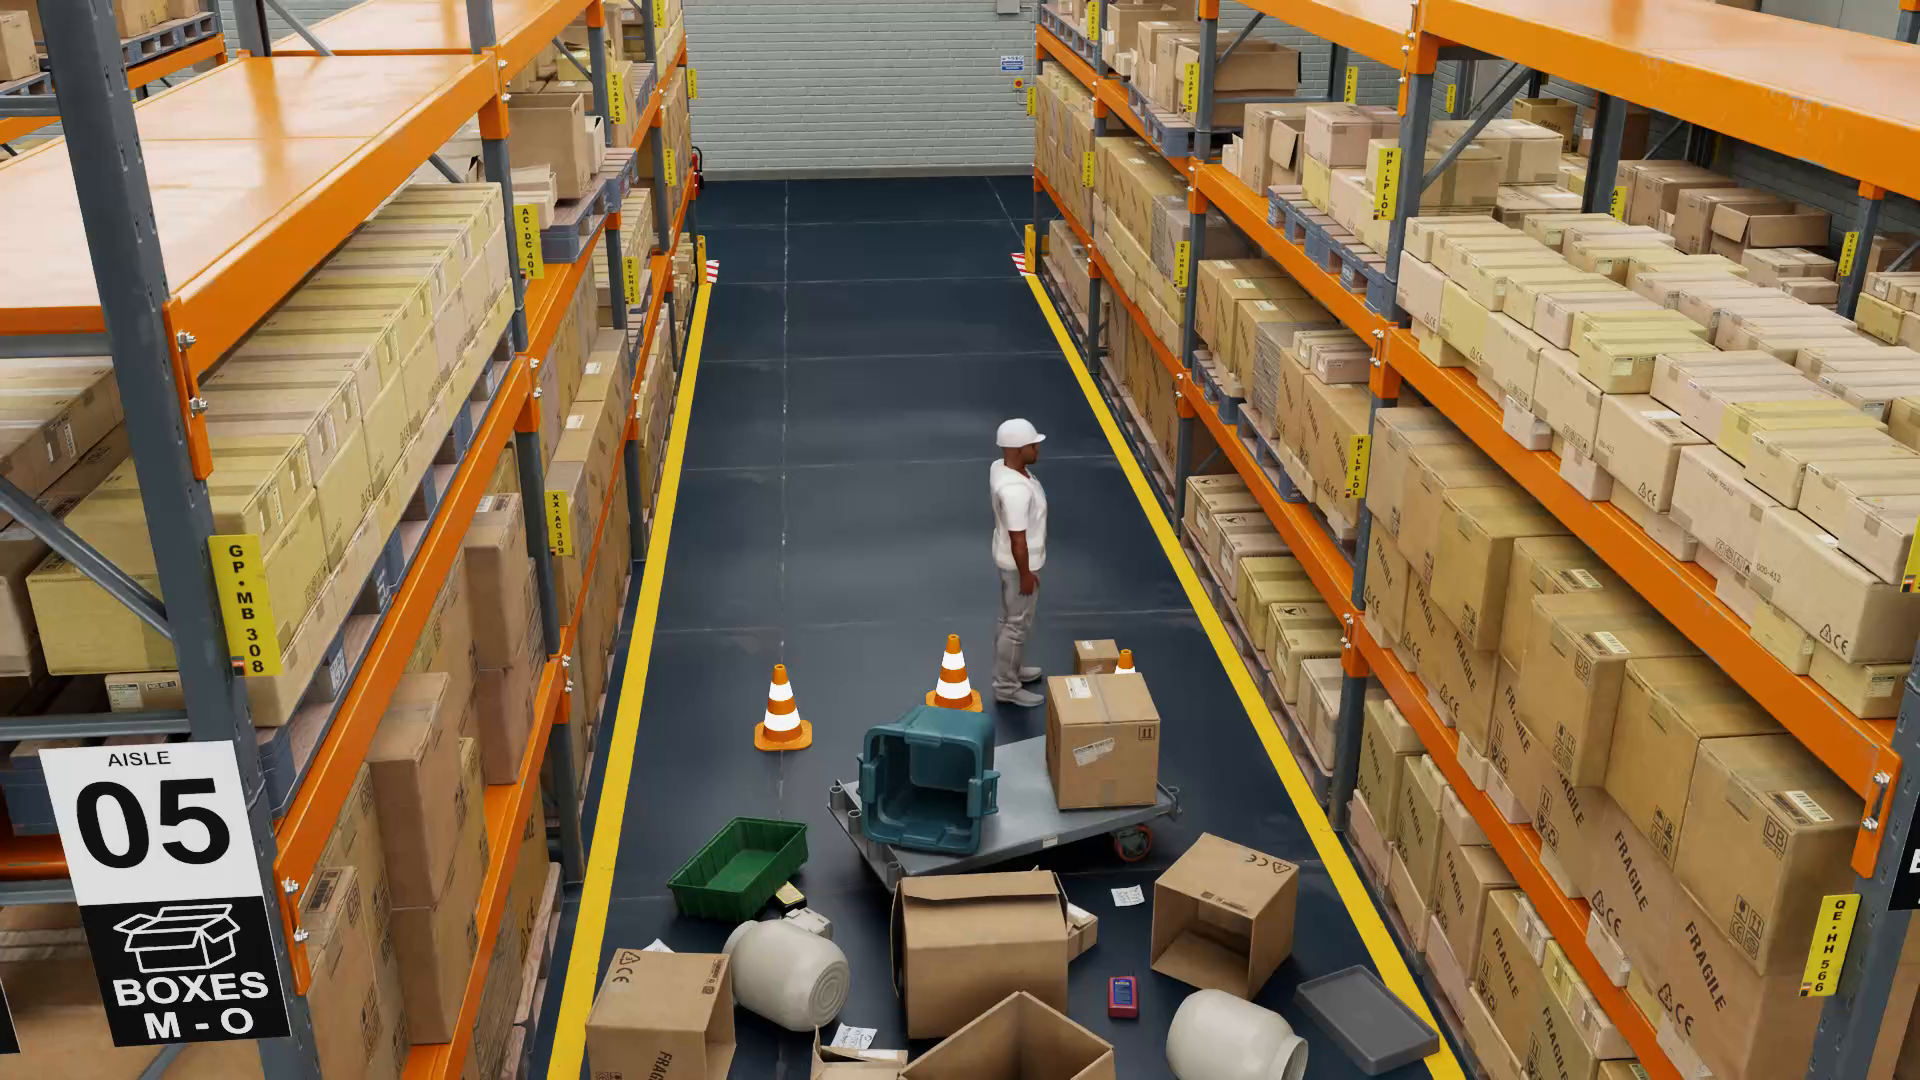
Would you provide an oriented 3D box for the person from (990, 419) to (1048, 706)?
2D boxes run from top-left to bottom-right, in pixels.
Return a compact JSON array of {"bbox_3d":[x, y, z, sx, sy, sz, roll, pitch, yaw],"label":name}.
[{"bbox_3d":[0.355,0.120,10.039,0.354,1.779,0.565,-2,24,-4],"label":"person"}]
